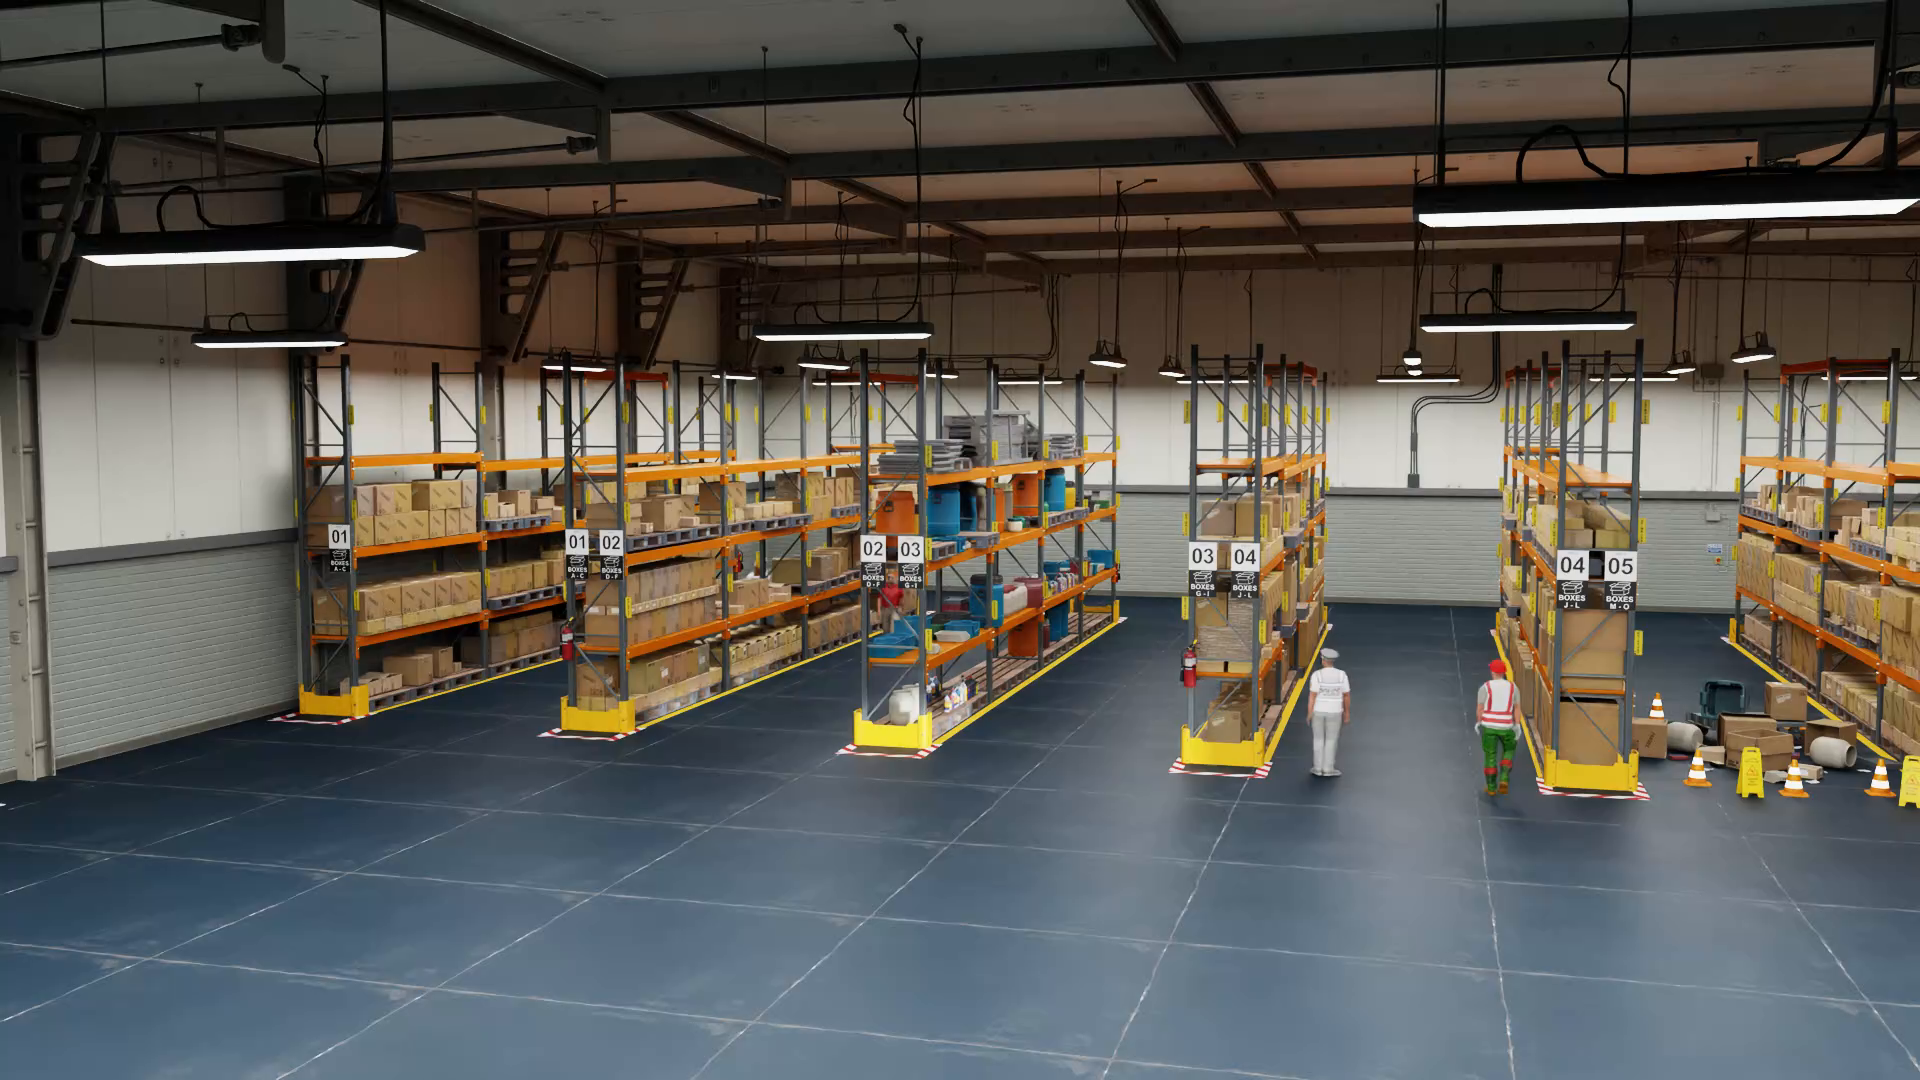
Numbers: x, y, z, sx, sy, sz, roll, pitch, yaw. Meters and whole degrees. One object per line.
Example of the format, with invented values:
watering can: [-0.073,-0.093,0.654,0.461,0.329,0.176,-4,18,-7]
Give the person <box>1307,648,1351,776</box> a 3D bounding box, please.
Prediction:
person: [5.128,2.383,23.052,0.547,1.771,0.416,2,5,24]

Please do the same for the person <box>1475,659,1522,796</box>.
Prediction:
person: [7.085,2.464,21.890,0.587,1.816,0.453,2,5,25]

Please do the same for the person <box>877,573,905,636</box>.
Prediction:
person: [-1.472,1.529,35.061,0.556,1.672,1.033,1,4,7]

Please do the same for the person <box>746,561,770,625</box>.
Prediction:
person: [-4.602,1.320,37.647,0.529,1.724,1.042,1,4,17]
